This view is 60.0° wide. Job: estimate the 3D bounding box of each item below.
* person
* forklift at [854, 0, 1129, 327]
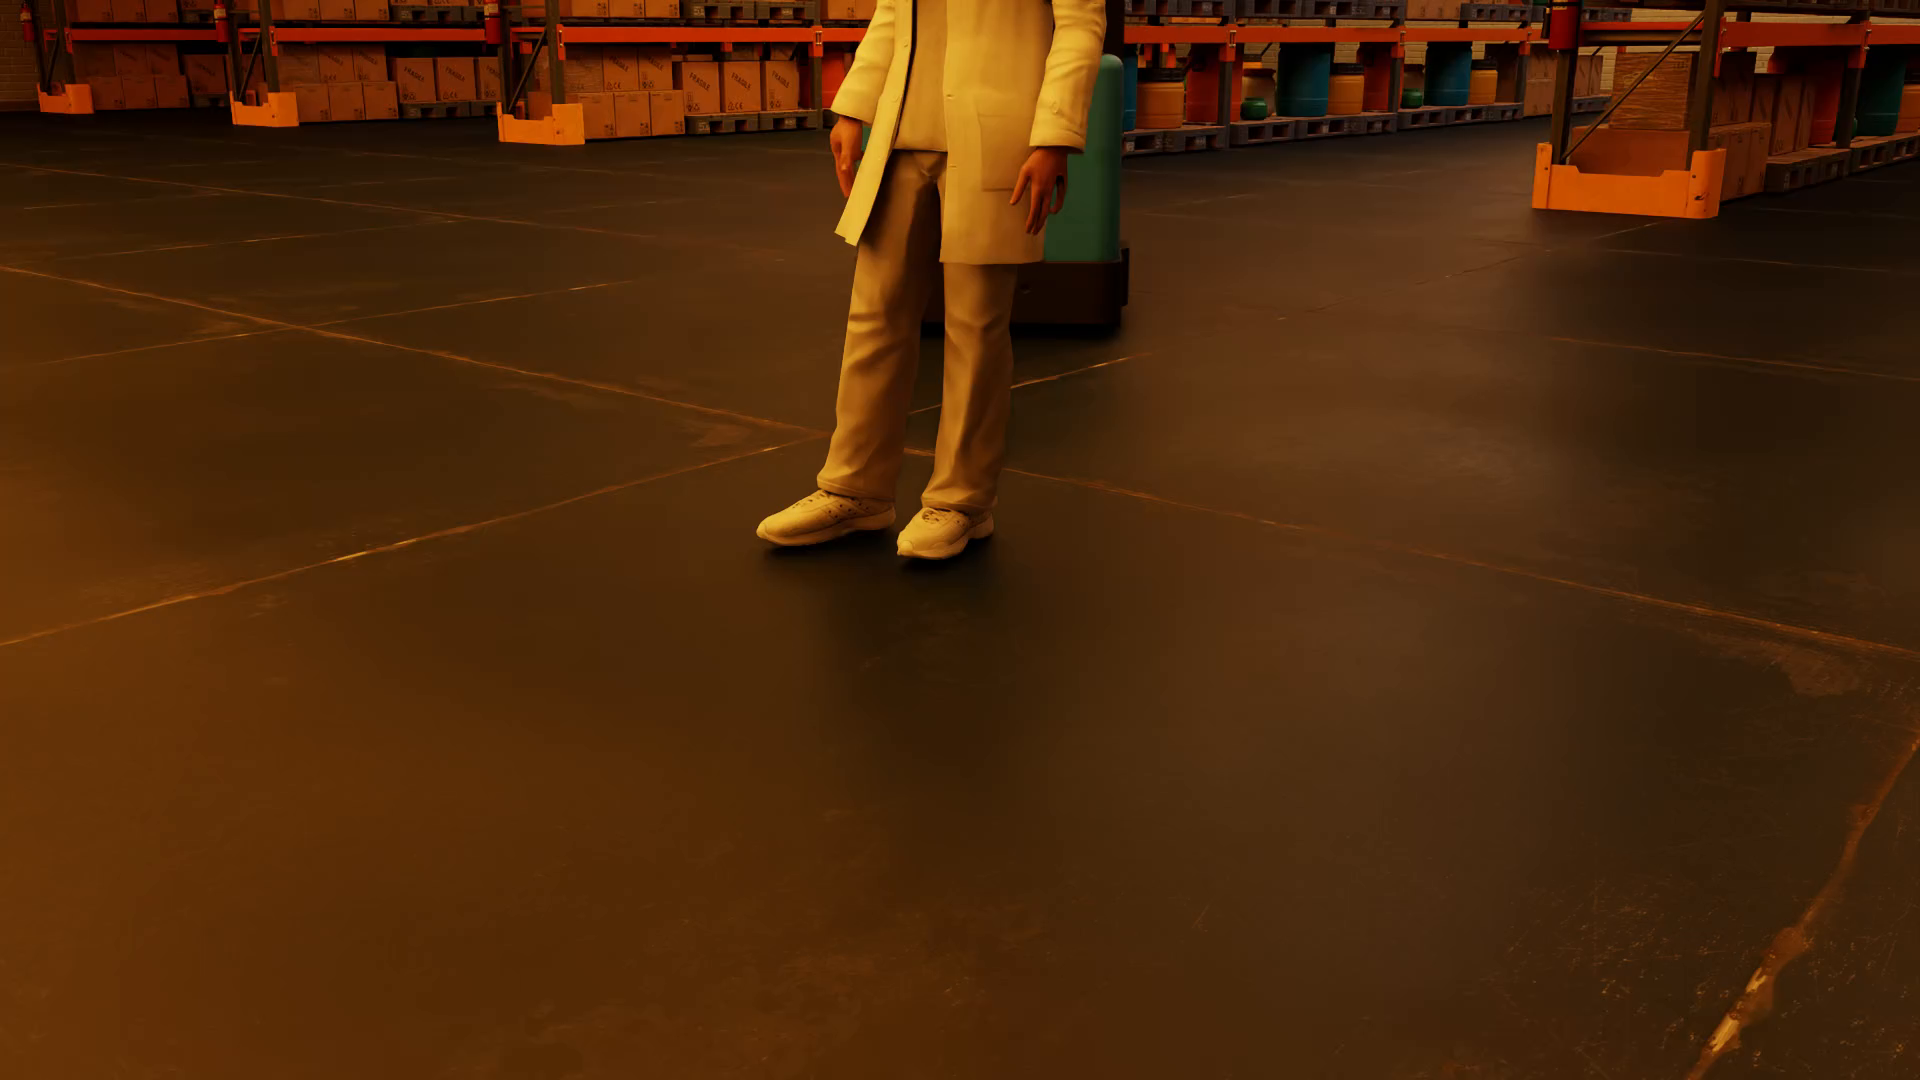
[{"bbox_3d":[-0.061,-0.837,3.616,0.696,1.777,0.578,13,21,37],"label":"person"},{"bbox_3d":[0.200,-2.617,7.516,1.130,2.935,3.031,1,17,4],"label":"forklift"}]
